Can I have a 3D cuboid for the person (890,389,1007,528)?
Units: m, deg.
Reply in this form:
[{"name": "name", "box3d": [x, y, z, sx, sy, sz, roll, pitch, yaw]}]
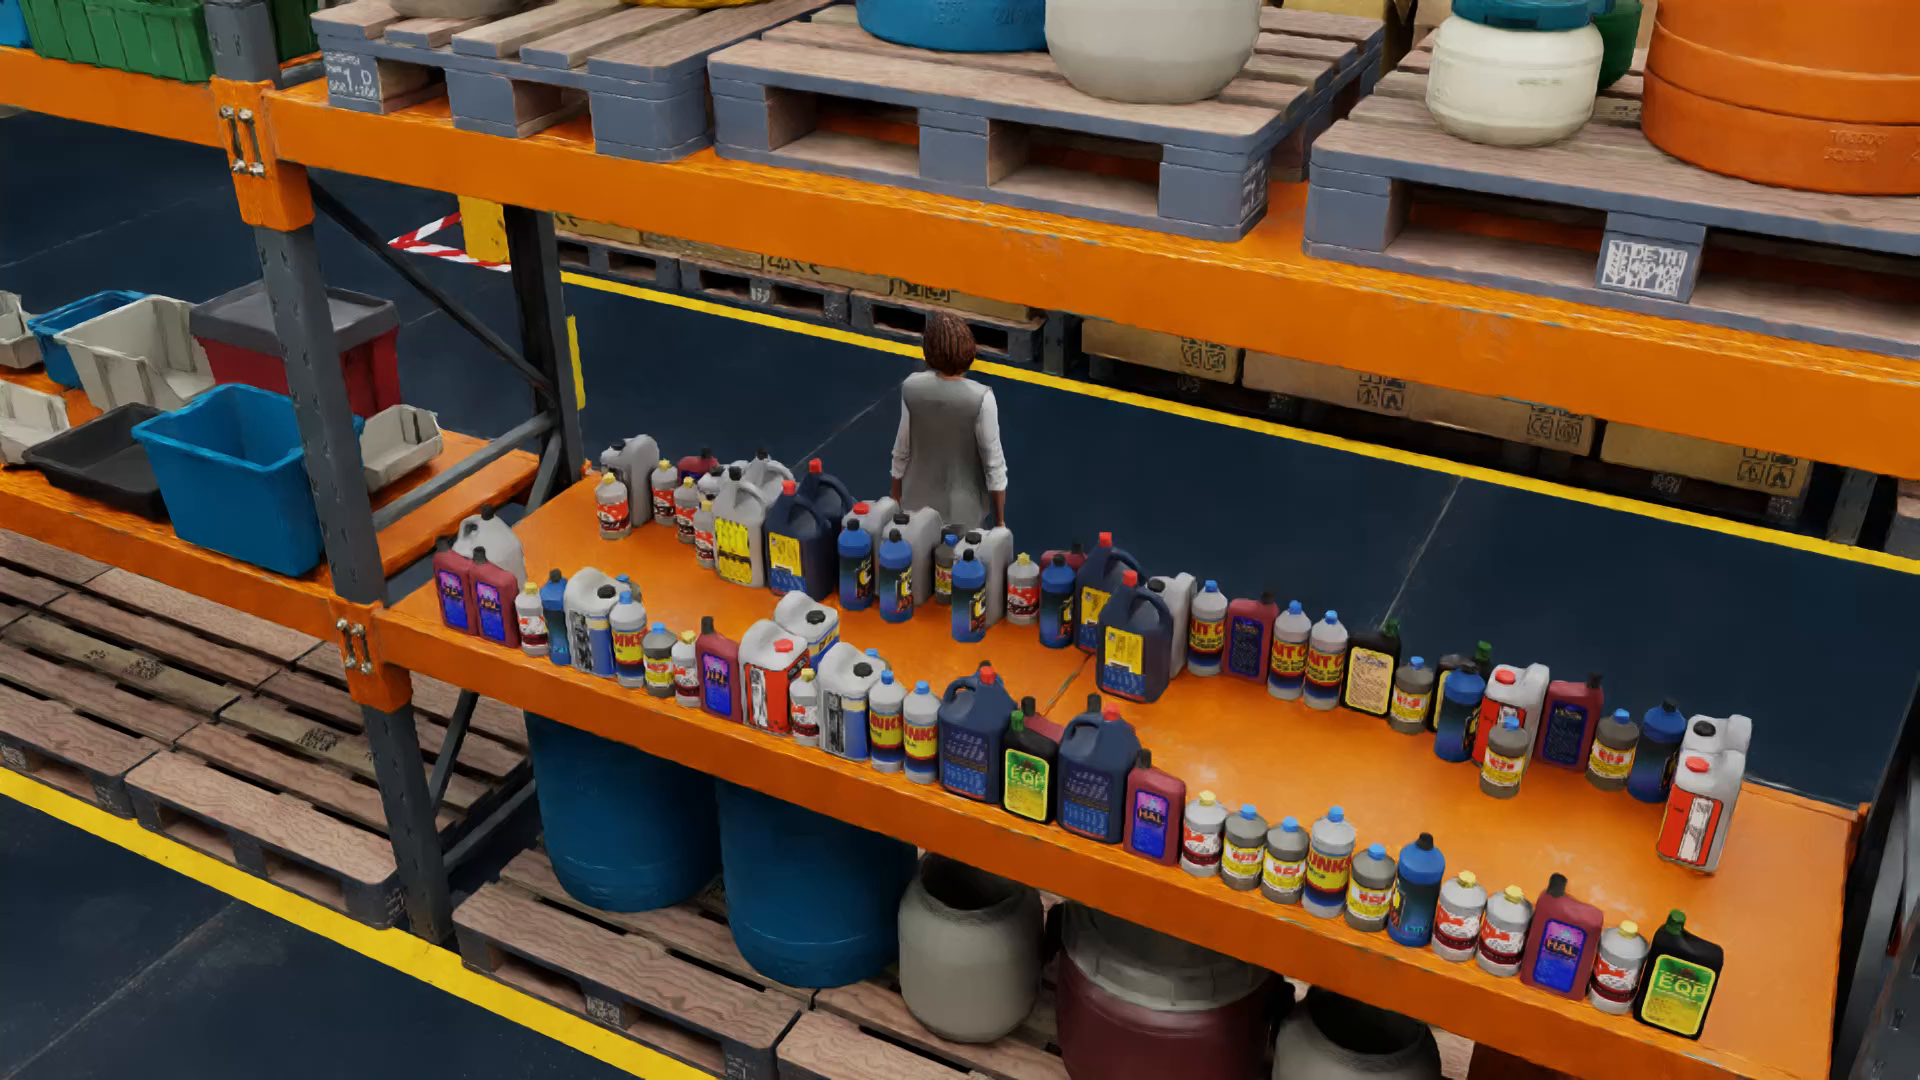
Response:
[{"name": "person", "box3d": [-0.044, -0.354, 6.128, 0.465, 0.538, 0.300, 14, 33, 23]}]
